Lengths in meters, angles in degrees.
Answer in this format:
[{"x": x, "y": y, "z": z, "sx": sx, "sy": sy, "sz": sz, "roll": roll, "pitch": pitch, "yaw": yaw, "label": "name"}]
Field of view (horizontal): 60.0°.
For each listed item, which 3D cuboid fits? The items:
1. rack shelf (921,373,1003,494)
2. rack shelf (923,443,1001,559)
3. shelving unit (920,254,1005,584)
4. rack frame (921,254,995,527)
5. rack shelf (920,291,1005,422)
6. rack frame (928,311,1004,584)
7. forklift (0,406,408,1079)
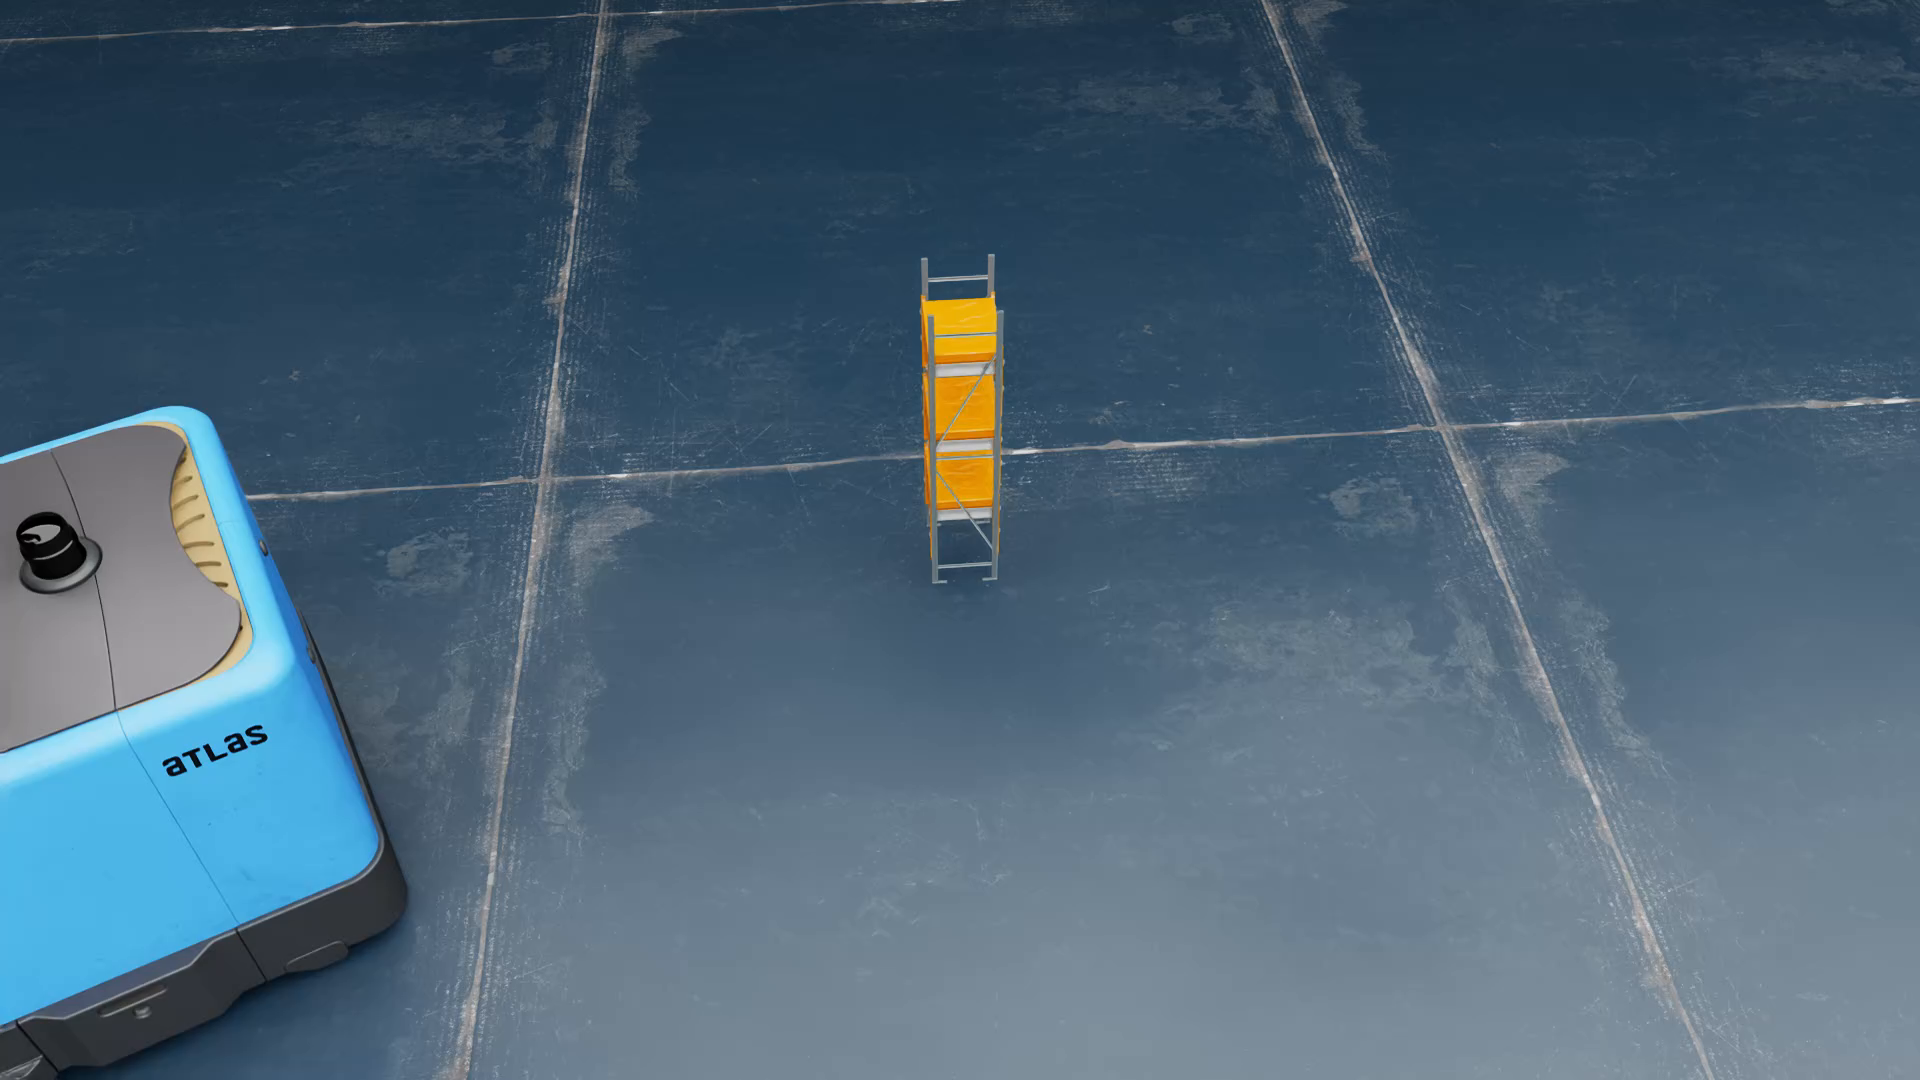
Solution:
[{"x": 0.004, "y": -0.315, "z": 4.840, "sx": 0.215, "sy": 0.259, "sz": 0.240, "roll": -3, "pitch": 47, "yaw": -3, "label": "rack shelf"}, {"x": 0.004, "y": -0.124, "z": 5.042, "sx": 0.215, "sy": 0.259, "sz": 0.240, "roll": -3, "pitch": 47, "yaw": -3, "label": "rack shelf"}, {"x": 0.004, "y": -0.322, "z": 4.832, "sx": 0.215, "sy": 1.050, "sz": 0.252, "roll": -3, "pitch": 47, "yaw": -3, "label": "shelving unit"}, {"x": -0.006, "y": -0.411, "z": 4.916, "sx": 0.200, "sy": 1.050, "sz": 0.008, "roll": -3, "pitch": 47, "yaw": -3, "label": "rack frame"}, {"x": 0.004, "y": -0.510, "z": 4.634, "sx": 0.215, "sy": 0.259, "sz": 0.240, "roll": -3, "pitch": 47, "yaw": -3, "label": "rack shelf"}, {"x": 0.015, "y": -0.234, "z": 4.749, "sx": 0.200, "sy": 1.050, "sz": 0.008, "roll": -3, "pitch": 47, "yaw": -3, "label": "rack frame"}, {"x": -2.962, "y": 0.200, "z": 3.042, "sx": 3.031, "sy": 2.935, "sz": 1.130, "roll": -22, "pitch": 50, "yaw": -19, "label": "forklift"}]
